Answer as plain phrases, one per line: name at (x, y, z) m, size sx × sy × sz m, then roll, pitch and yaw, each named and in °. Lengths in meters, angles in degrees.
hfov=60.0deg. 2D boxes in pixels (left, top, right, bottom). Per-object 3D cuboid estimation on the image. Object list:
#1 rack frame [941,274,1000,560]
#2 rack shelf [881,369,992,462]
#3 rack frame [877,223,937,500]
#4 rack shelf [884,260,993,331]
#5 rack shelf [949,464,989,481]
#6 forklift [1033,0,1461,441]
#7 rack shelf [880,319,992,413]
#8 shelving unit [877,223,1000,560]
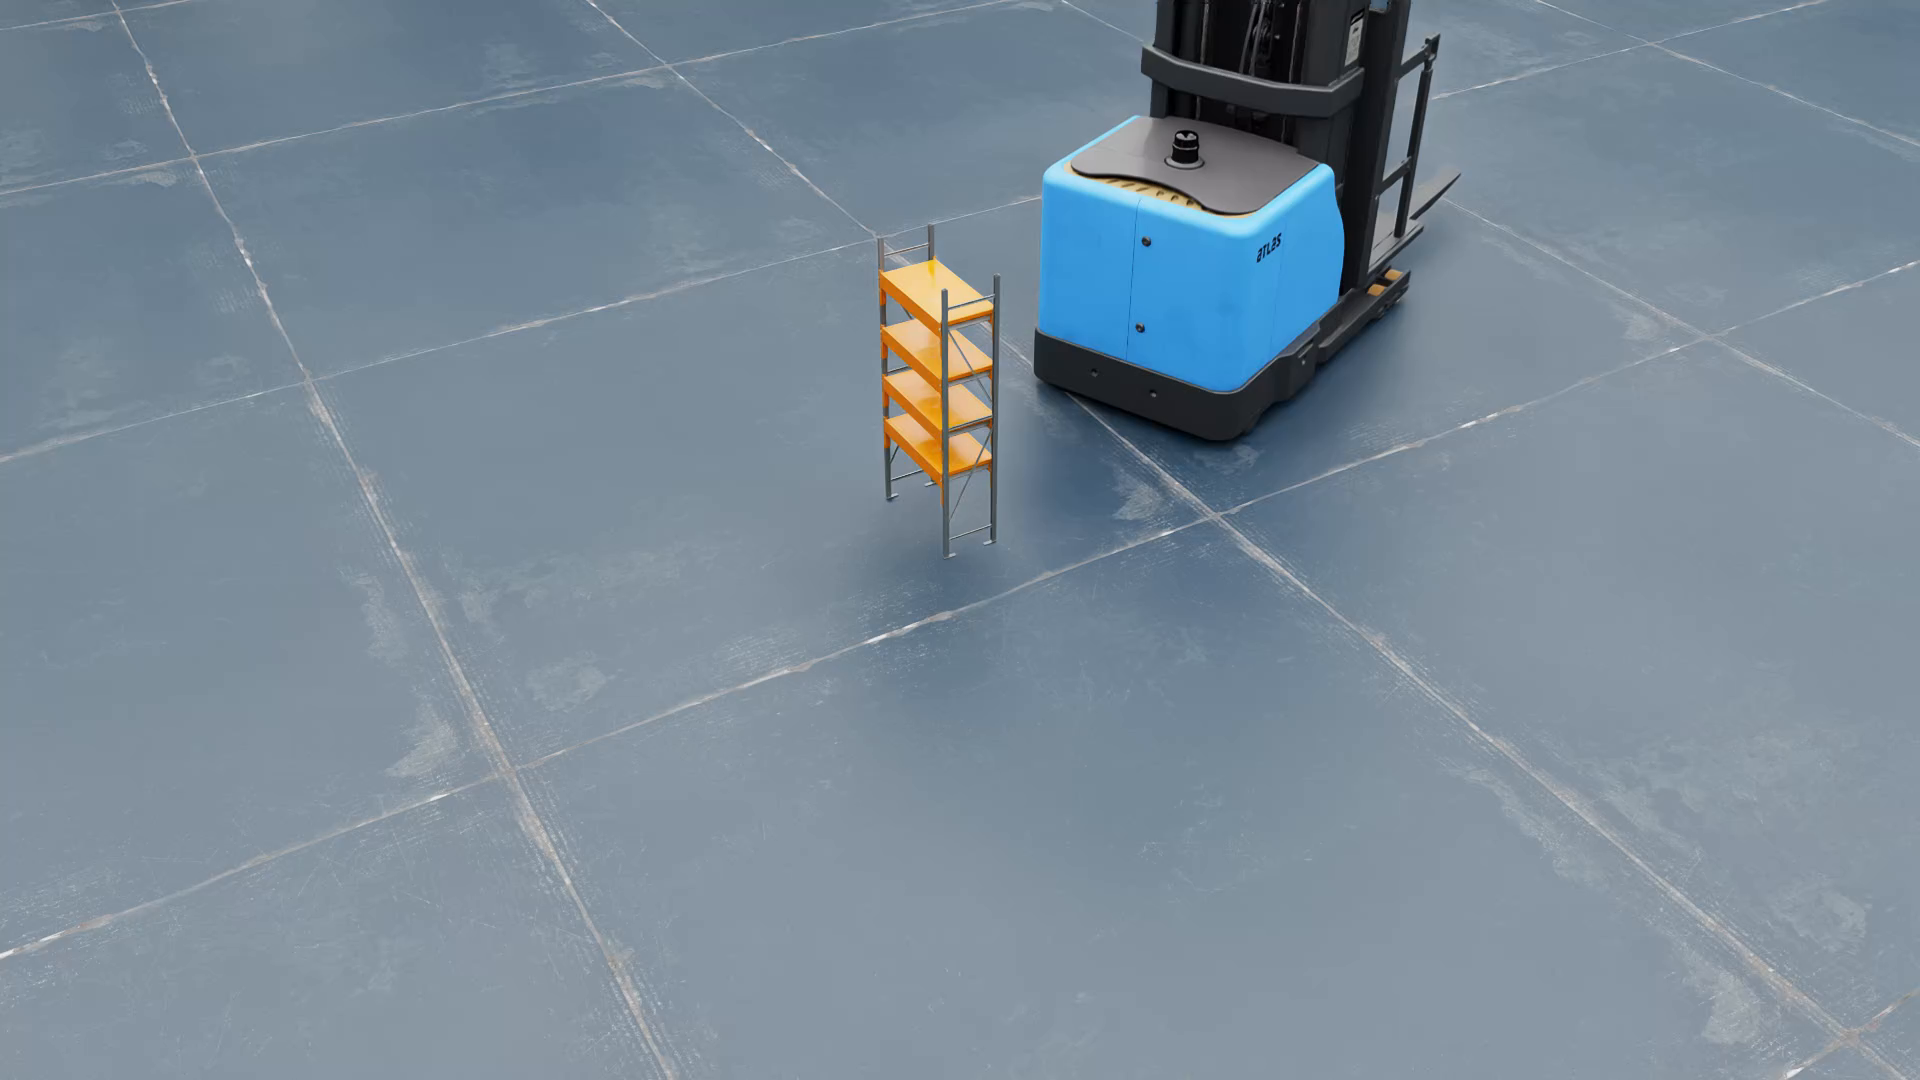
rack frame at (0.039, -0.445, 6.341) m, size 0.240 × 1.200 × 0.015 m, roll -19°, pitch 40°, yaw -24°
rack shelf at (-0.083, -0.515, 6.551) m, size 0.258 × 0.148 × 0.480 m, roll -19°, pitch 40°, yaw -24°
rack frame at (-0.206, -0.693, 6.682) m, size 0.240 × 1.200 × 0.015 m, roll -19°, pitch 40°, yaw -24°
rack shelf at (-0.083, -0.918, 6.257) m, size 0.221 × 0.050 × 0.457 m, roll -19°, pitch 40°, yaw -24°
rack shelf at (-0.083, -0.377, 6.652) m, size 0.199 × 0.029 × 0.442 m, roll -19°, pitch 40°, yaw -24°
forklift at (1.609, -2.436, 7.600) m, size 1.130 × 2.935 × 3.031 m, roll 23°, pitch 42°, yaw 28°
rack shelf at (-0.083, -0.695, 6.419) m, size 0.258 × 0.148 × 0.480 m, roll -19°, pitch 40°, yaw -24°
shelving unit at (-0.083, -0.569, 6.512) m, size 0.258 × 1.200 × 0.503 m, roll -19°, pitch 40°, yaw -24°
